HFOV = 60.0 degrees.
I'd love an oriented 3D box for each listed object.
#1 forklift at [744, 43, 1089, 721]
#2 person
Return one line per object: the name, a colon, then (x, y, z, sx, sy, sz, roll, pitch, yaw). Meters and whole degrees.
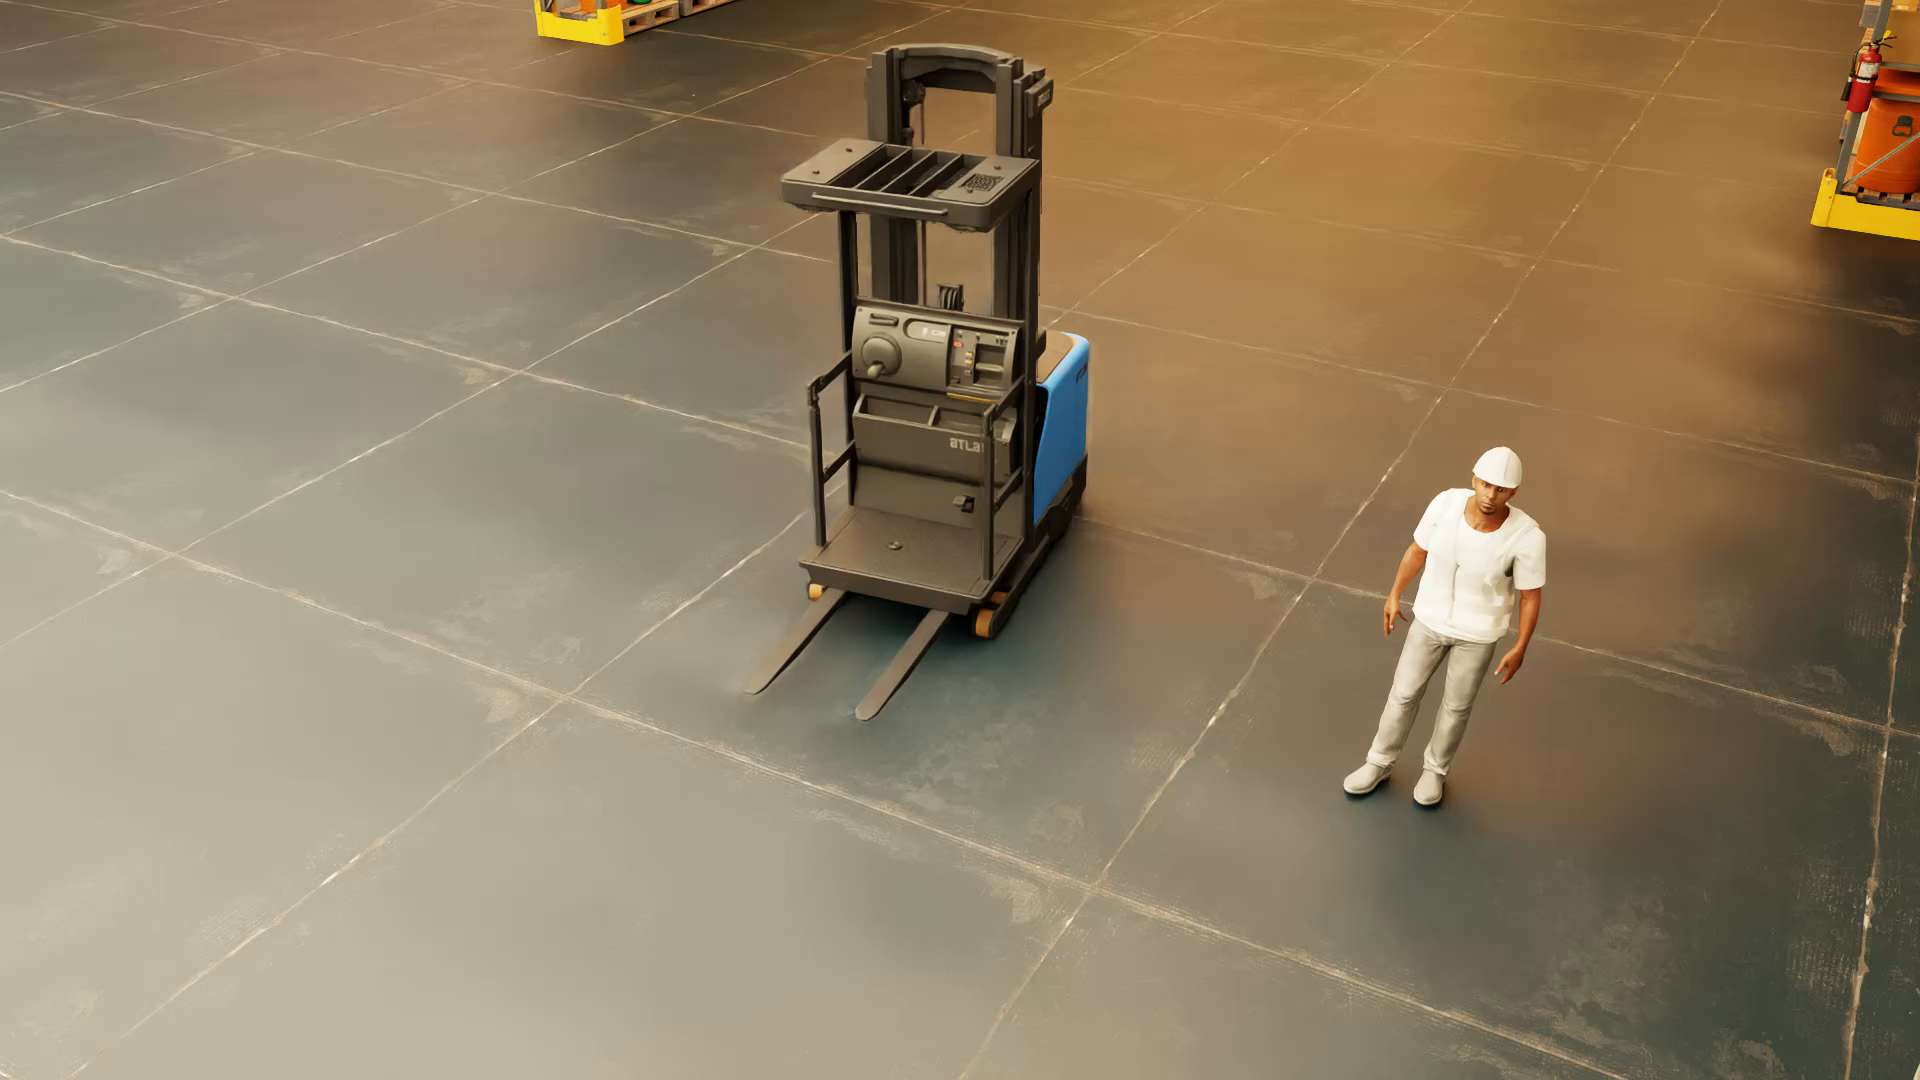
forklift: (-0.215, -0.968, 8.747, 1.130, 2.935, 3.031, 11, 32, 18)
person: (2.218, 0.412, 7.507, 0.666, 1.765, 0.579, 20, 36, 31)
